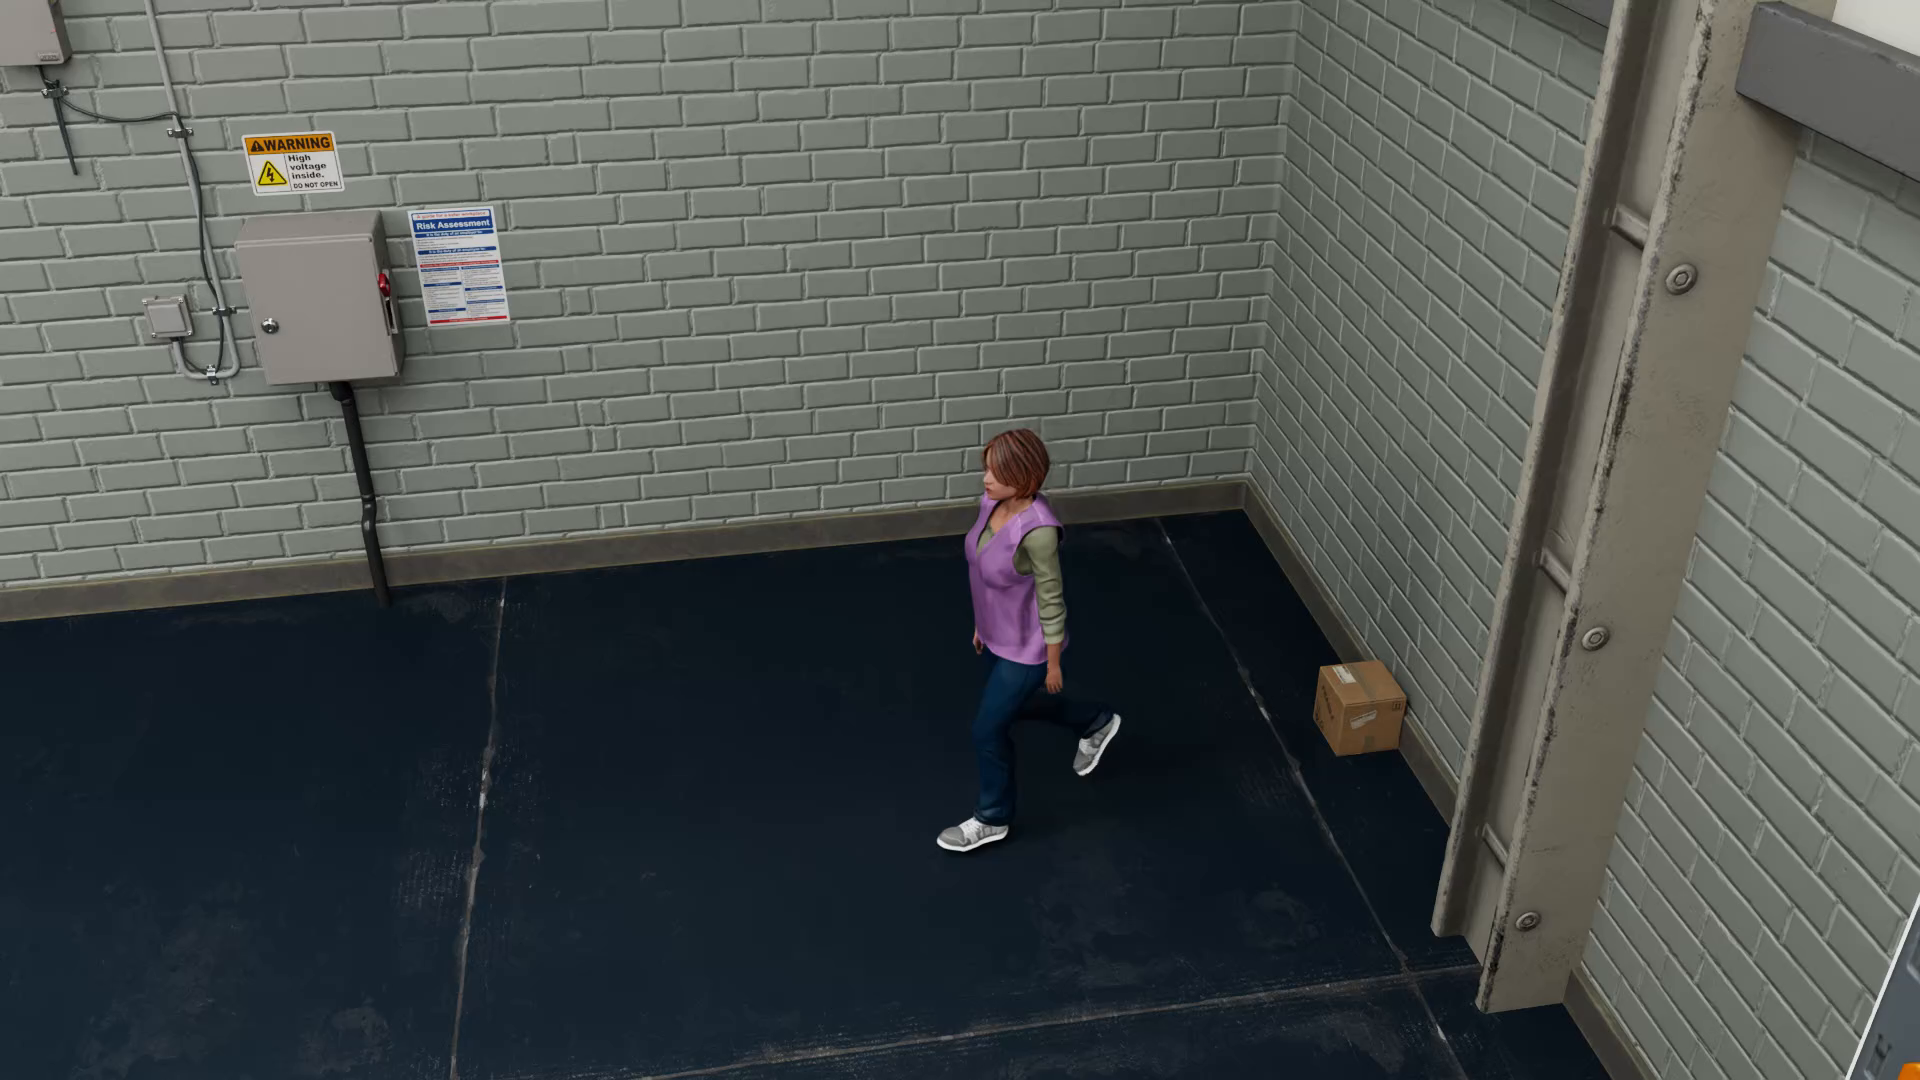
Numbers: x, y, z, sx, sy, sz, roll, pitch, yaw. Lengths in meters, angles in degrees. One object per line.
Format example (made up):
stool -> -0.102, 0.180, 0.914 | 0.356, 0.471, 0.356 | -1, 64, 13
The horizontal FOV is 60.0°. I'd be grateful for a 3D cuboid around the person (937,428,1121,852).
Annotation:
person -> 0.259, 0.321, 5.591 | 0.759, 1.571, 0.406 | -10, 33, -16
